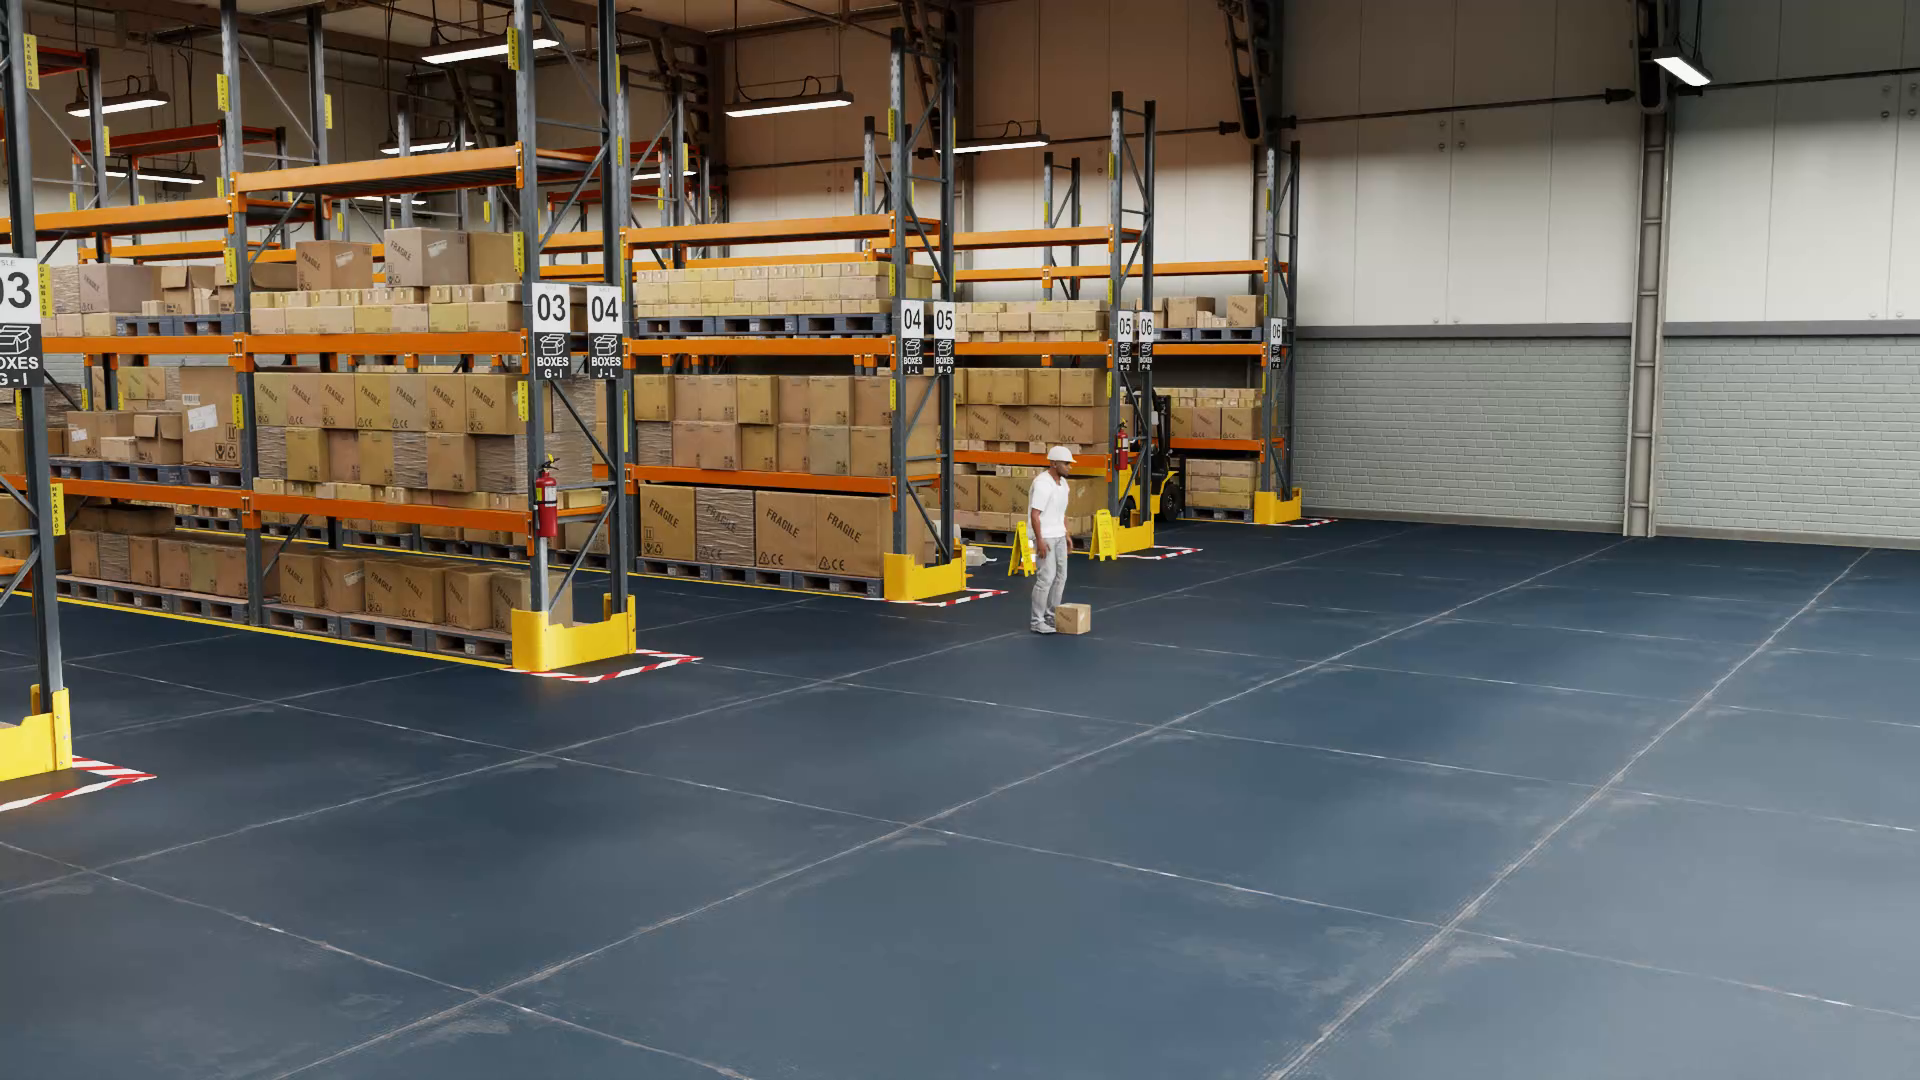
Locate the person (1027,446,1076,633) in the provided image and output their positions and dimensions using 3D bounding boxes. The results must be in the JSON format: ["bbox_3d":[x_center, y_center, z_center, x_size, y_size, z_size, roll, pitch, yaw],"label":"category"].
[{"bbox_3d":[0.882,-0.015,15.840,0.457,1.760,0.638,4,7,31],"label":"person"}]
